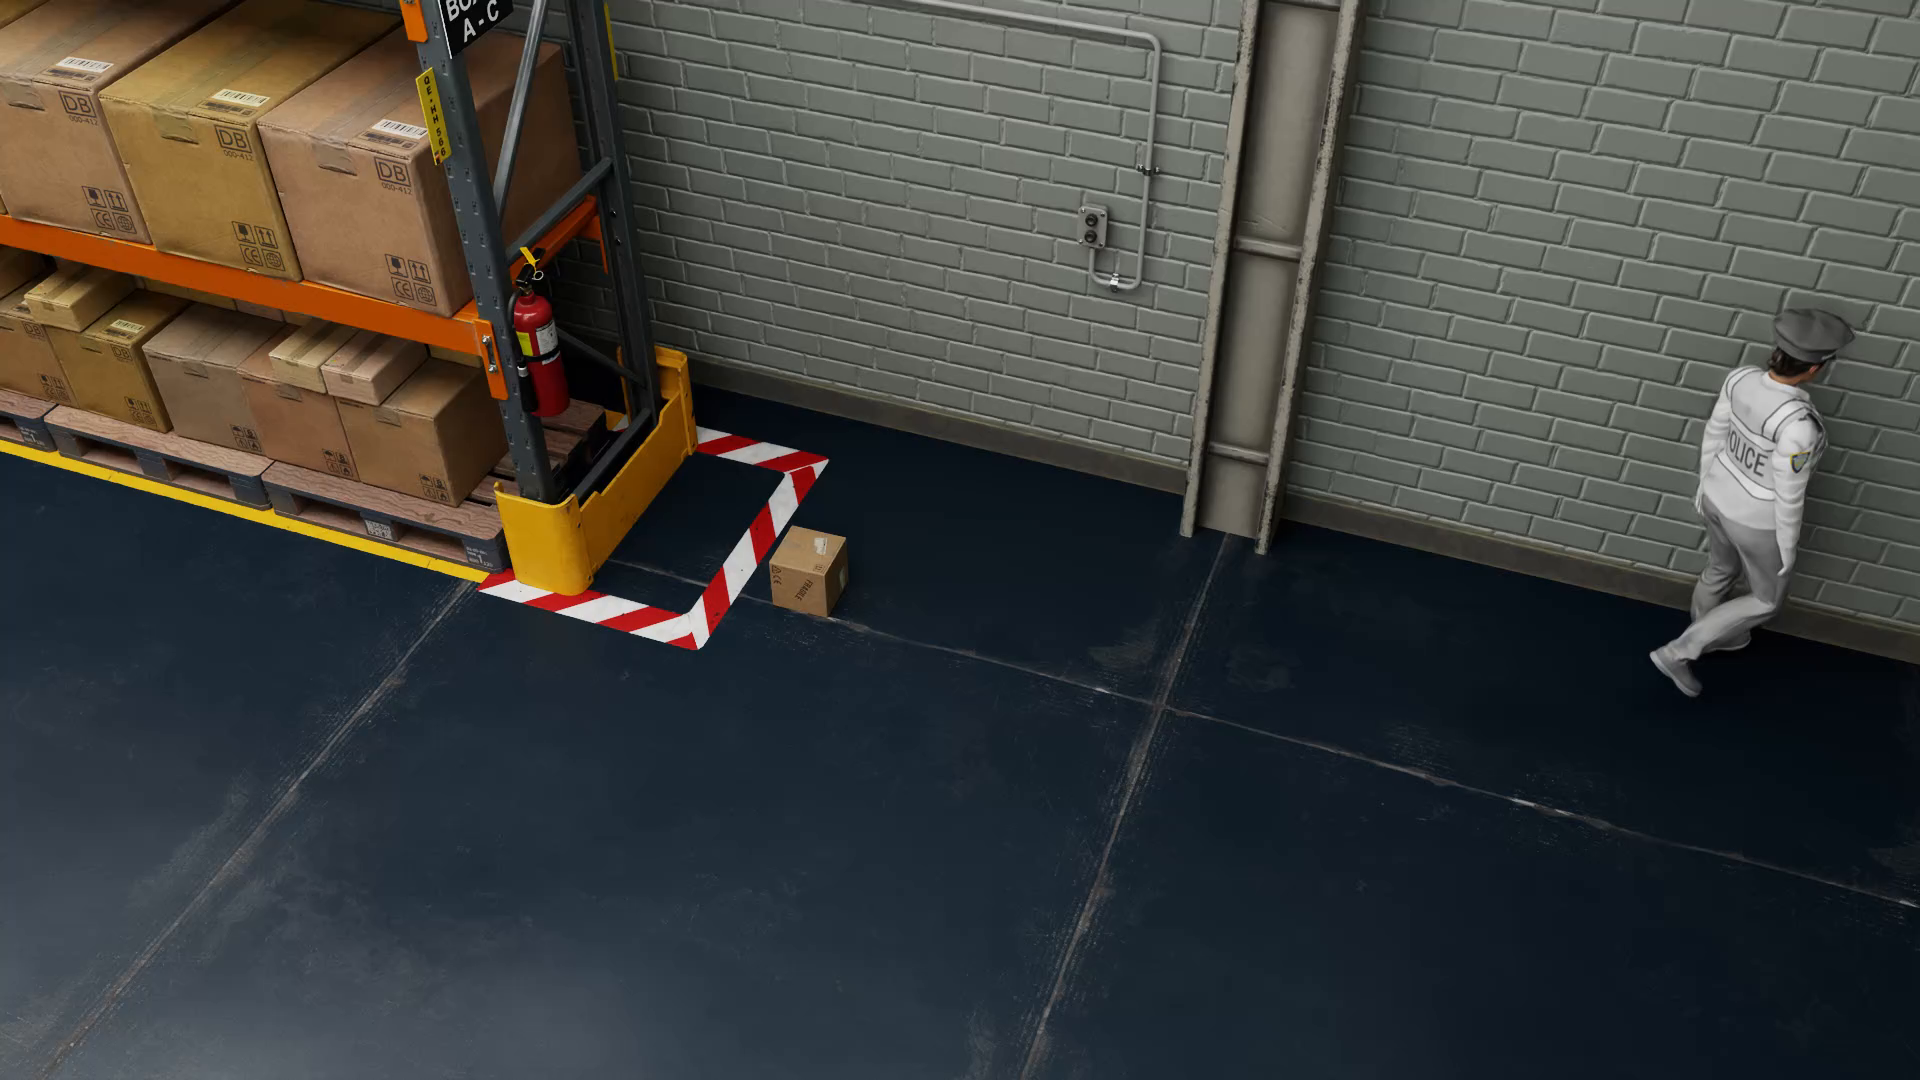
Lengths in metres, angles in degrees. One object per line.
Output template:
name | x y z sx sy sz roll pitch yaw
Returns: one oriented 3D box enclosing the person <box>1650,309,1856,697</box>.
person | 2.987 -0.116 6.256 0.621 1.661 0.520 -7 42 -8
